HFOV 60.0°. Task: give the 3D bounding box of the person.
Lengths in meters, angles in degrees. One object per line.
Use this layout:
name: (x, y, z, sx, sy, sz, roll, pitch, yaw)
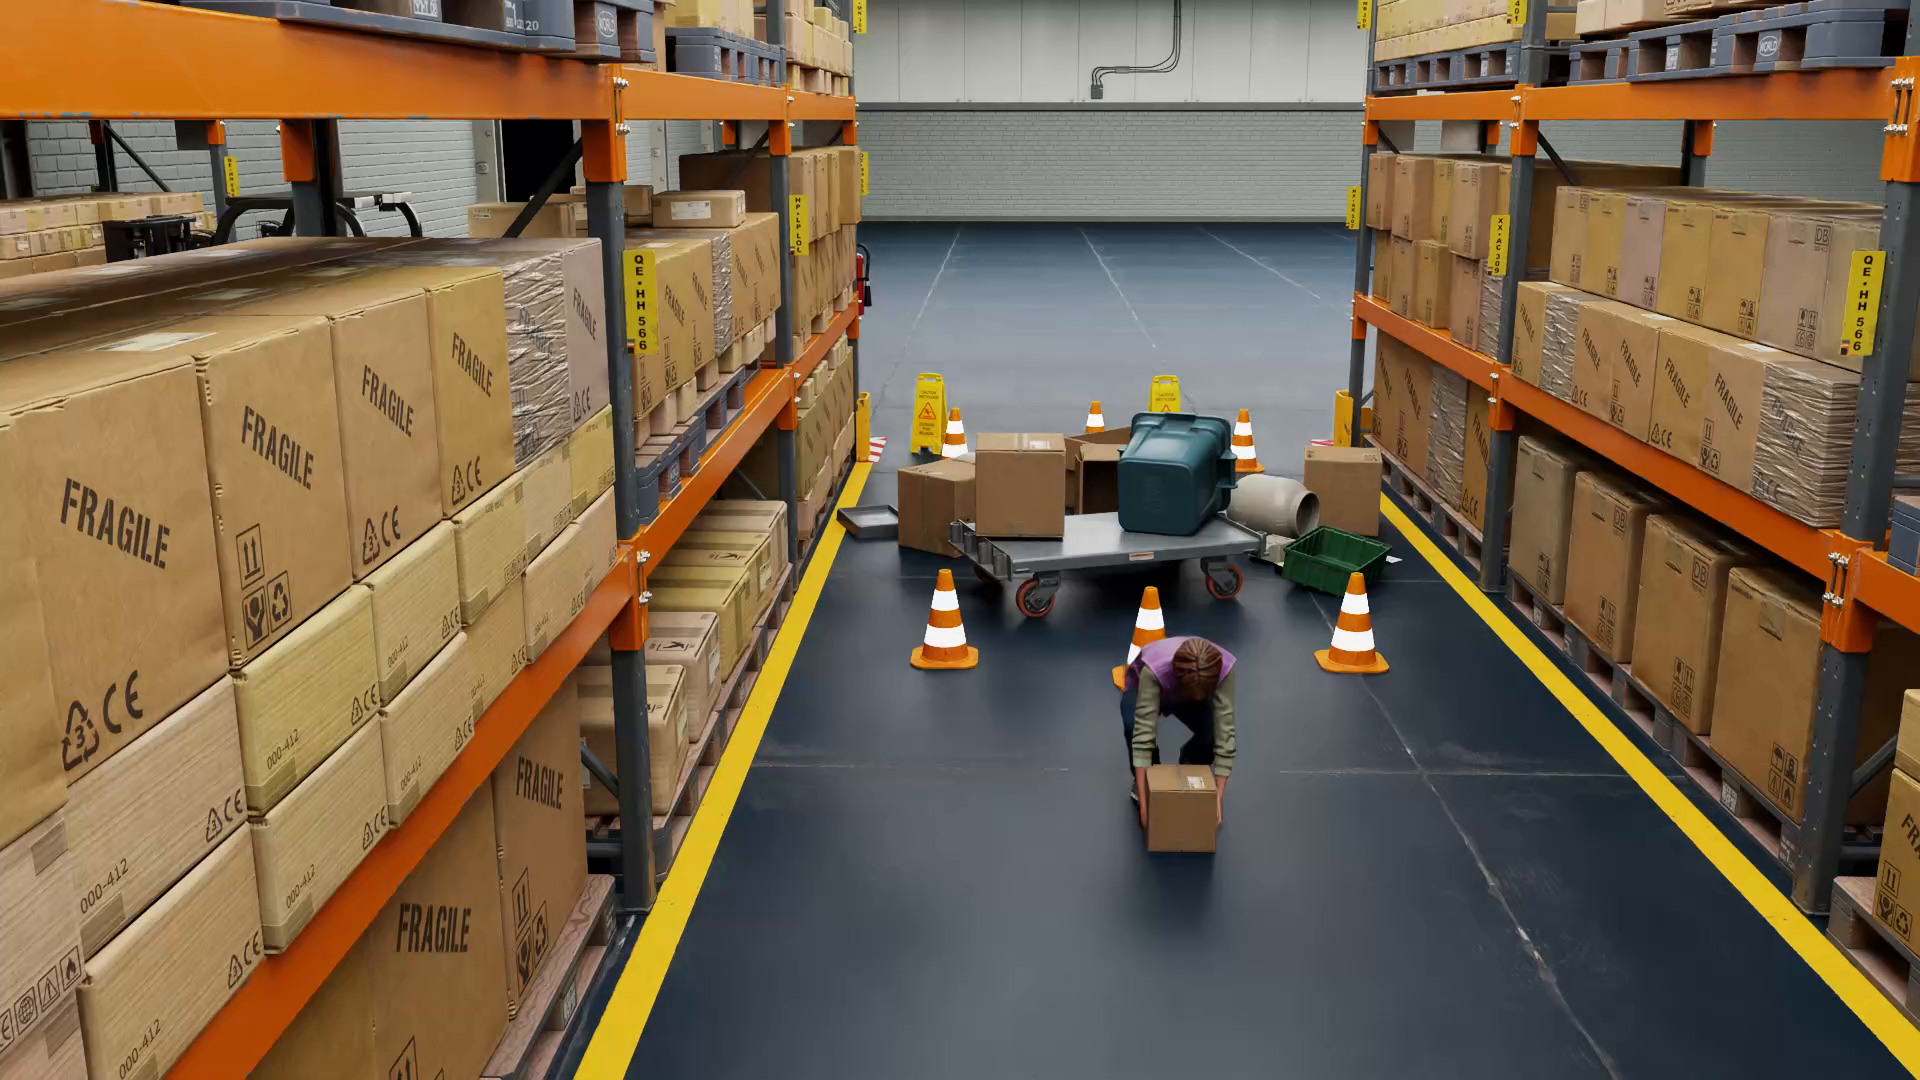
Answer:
person: (0.851, 0.678, 6.536, 0.433, 0.772, 0.804, 0, 14, 2)
